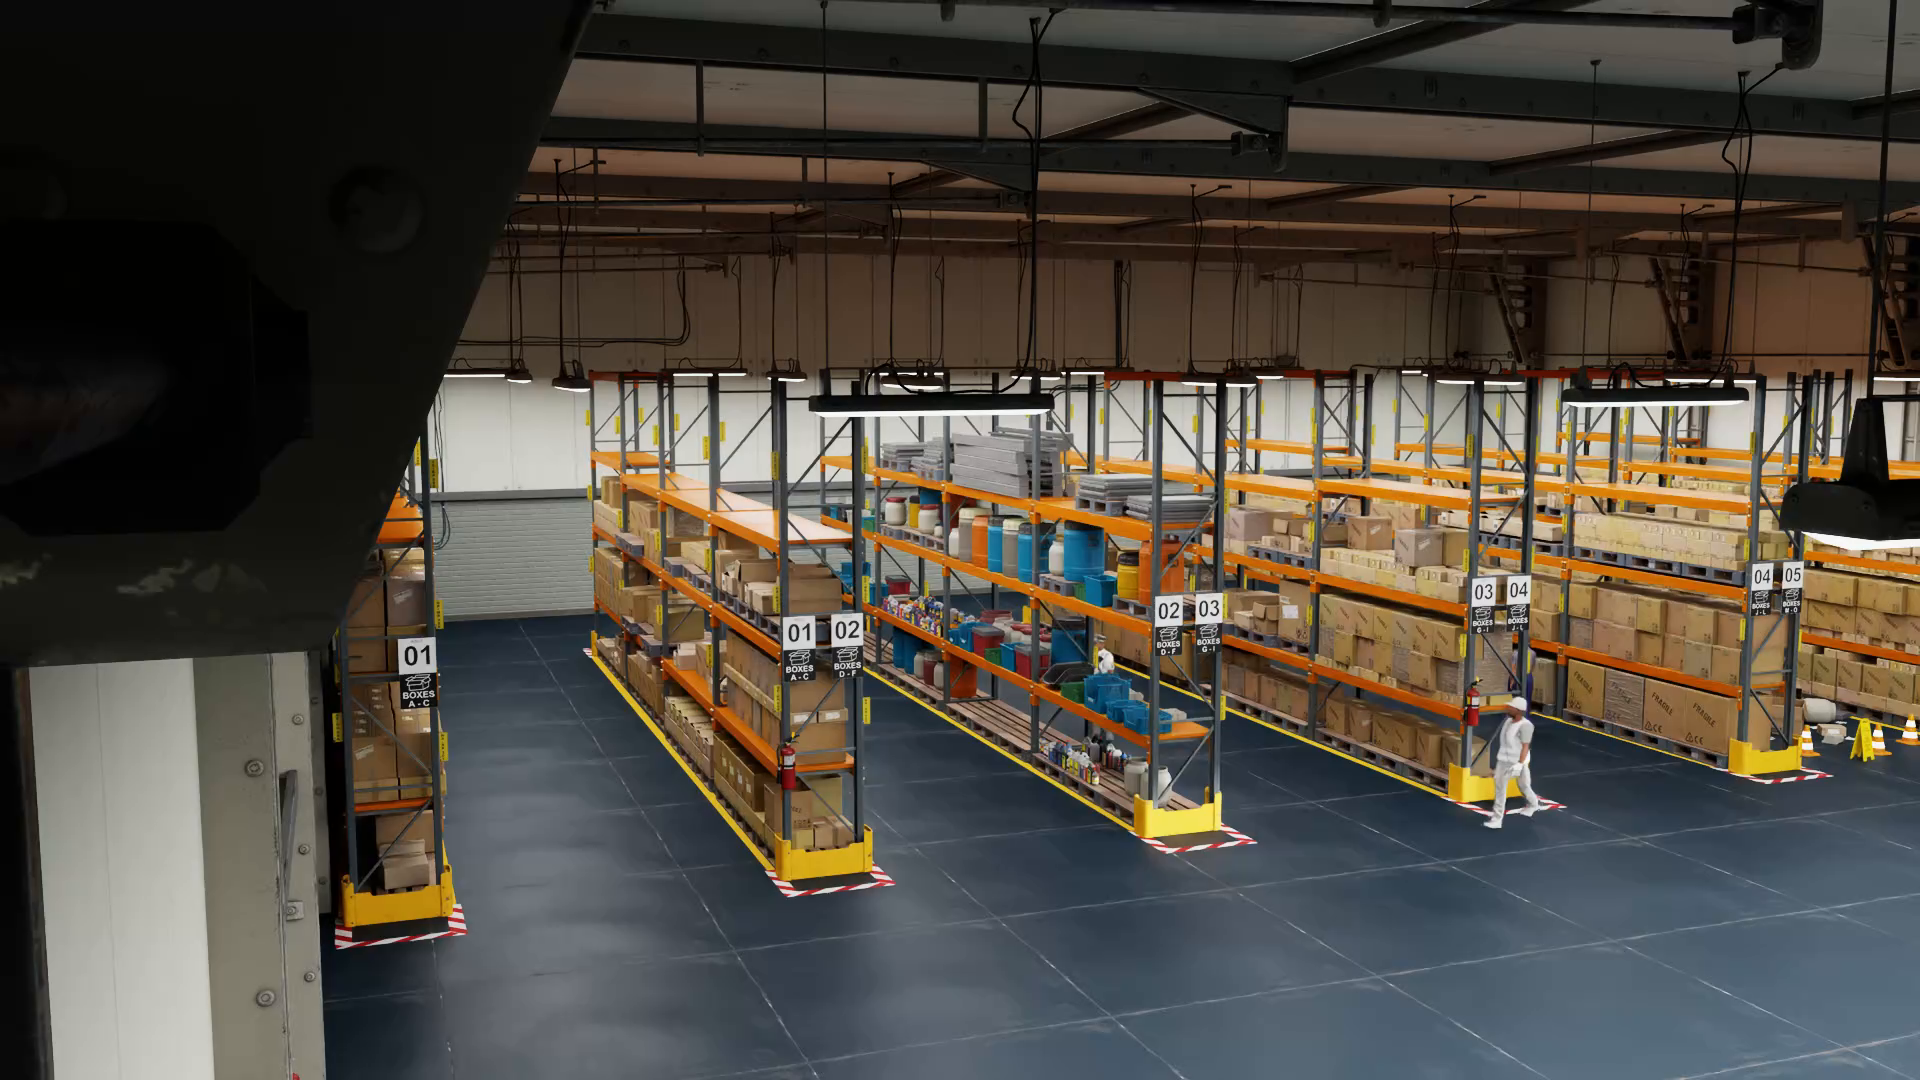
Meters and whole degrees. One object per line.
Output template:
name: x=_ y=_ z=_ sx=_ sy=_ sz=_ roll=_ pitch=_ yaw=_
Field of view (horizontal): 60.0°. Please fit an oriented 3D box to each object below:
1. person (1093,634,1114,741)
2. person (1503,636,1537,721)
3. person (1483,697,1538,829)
person: x=2.263 y=2.411 z=27.235 sx=0.592 sy=1.768 sz=0.408 roll=6 pitch=9 yaw=44
person: x=9.431 y=2.412 z=28.052 sx=0.545 sy=1.684 sz=0.667 roll=2 pitch=7 yaw=13
person: x=7.461 y=2.977 z=22.333 sx=0.495 sy=1.754 sz=1.040 roll=5 pitch=8 yaw=37
